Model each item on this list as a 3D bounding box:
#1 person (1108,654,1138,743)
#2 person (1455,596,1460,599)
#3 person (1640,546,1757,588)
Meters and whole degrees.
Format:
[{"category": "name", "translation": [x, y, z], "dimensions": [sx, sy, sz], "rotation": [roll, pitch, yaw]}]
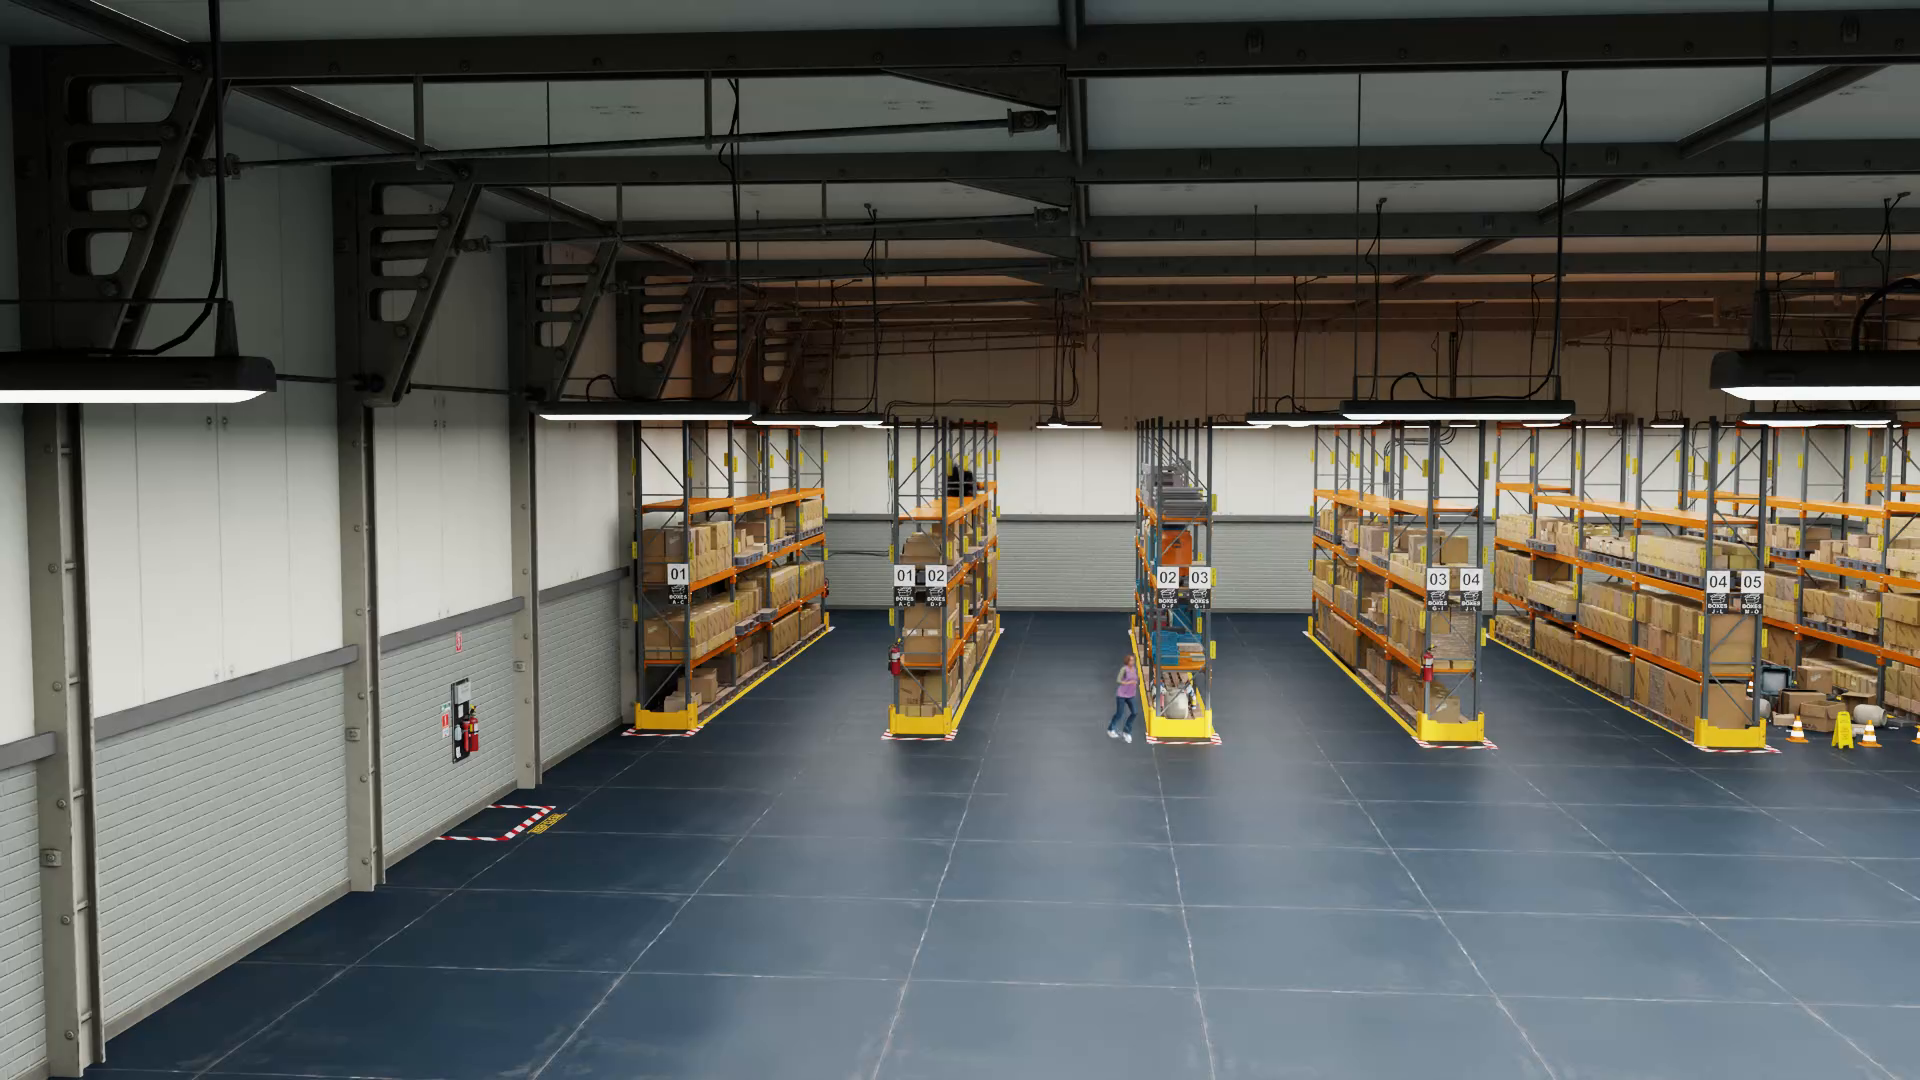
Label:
[{"category": "person", "translation": [3.084, 2.926, 30.781], "dimensions": [0.536, 1.635, 0.686], "rotation": [-3, 5, -35]}, {"category": "person", "translation": [13.369, 1.972, 44.114], "dimensions": [0.654, 1.739, 0.589], "rotation": [0, 4, 2]}, {"category": "person", "translation": [16.832, 1.381, 38.984], "dimensions": [4.178, 3.609, 17.362], "rotation": [0, 4, 4]}]
